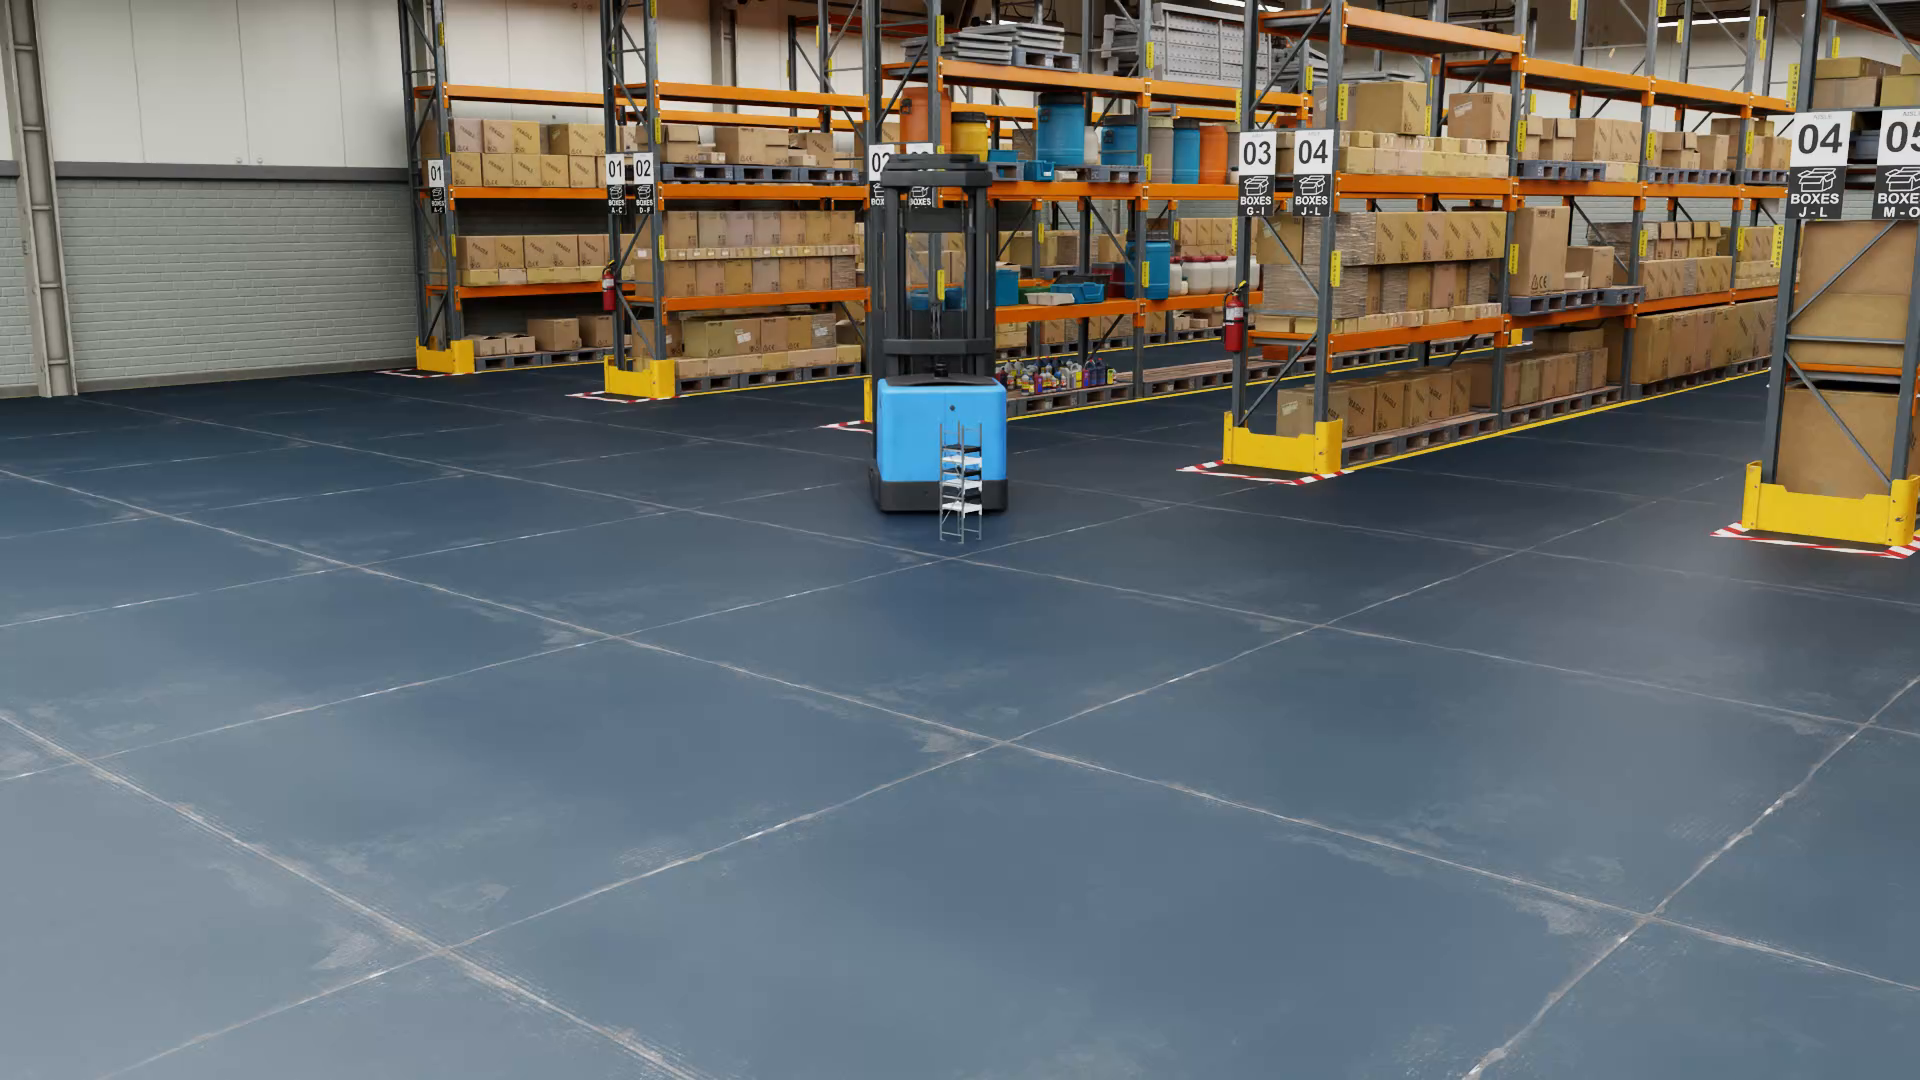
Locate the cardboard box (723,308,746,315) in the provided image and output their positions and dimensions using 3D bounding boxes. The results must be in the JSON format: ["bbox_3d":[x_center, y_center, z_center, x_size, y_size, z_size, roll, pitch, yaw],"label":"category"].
[{"bbox_3d":[-4.283,-3.941,30.044,0.700,0.500,0.500,10,15,41],"label":"cardboard box"}]

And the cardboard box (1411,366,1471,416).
[{"bbox_3d":[5.441,-1.694,18.842,0.500,0.500,0.500,9,15,39],"label":"cardboard box"}]

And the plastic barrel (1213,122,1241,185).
[{"bbox_3d":[3.950,-5.620,24.252,0.600,0.901,0.600,0,11,0],"label":"plastic barrel"}]

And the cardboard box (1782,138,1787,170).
[{"bbox_3d":[12.587,-6.075,26.225,0.700,0.500,0.500,9,14,37],"label":"cardboard box"}]

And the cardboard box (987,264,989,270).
[{"bbox_3d":[0.201,-4.487,27.744,0.500,0.311,0.500,10,15,40],"label":"cardboard box"}]

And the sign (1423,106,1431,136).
[{"bbox_3d":[5.316,-4.756,18.881,0.100,0.325,0.005,10,15,40],"label":"sign"}]

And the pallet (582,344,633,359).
[{"bbox_3d":[-5.844,-3.218,28.282,1.003,0.211,1.213,10,15,40],"label":"pallet"}]

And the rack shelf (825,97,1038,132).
[{"bbox_3d":[-0.383,-6.736,26.318,1.077,0.370,4.000,10,15,40],"label":"rack shelf"}]

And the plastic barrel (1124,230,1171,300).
[{"bbox_3d":[2.497,-3.671,22.152,0.600,0.901,0.708,10,15,40],"label":"plastic barrel"}]

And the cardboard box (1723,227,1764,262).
[{"bbox_3d":[11.855,-4.493,25.257,0.500,0.500,0.500,10,15,40],"label":"cardboard box"}]

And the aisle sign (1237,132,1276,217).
[{"bbox_3d":[2.829,-3.483,15.854,0.394,0.787,0.004,10,15,40],"label":"aisle sign"}]

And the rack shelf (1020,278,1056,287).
[{"bbox_3d":[2.257,-4.578,29.812,1.077,0.370,4.000,10,15,40],"label":"rack shelf"}]

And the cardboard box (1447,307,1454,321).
[{"bbox_3d":[5.087,-2.439,17.905,0.380,0.149,0.250,10,15,40],"label":"cardboard box"}]

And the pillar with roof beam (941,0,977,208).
[{"bbox_3d":[2.900,-8.466,32.120,9.100,9.000,0.548,10,15,40],"label":"pillar with roof beam"}]

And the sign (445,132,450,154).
[{"bbox_3d":[-7.660,-5.929,24.849,0.100,0.325,0.005,10,15,40],"label":"sign"}]

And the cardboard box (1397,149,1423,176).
[{"bbox_3d":[4.273,-3.763,16.615,0.500,0.250,0.500,10,15,40],"label":"cardboard box"}]

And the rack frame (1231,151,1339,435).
[{"bbox_3d":[3.095,-2.179,15.960,1.000,3.000,0.127,10,15,40],"label":"rack frame"}]

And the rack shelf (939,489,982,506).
[{"bbox_3d":[0.005,-0.322,12.653,0.258,0.077,0.200,10,15,40],"label":"rack shelf"}]

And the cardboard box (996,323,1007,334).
[{"bbox_3d":[0.438,-3.583,27.510,0.500,0.311,0.500,9,15,39],"label":"cardboard box"}]

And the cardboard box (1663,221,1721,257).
[{"bbox_3d":[10.601,-4.390,24.216,0.797,0.503,0.637,9,15,39],"label":"cardboard box"}]

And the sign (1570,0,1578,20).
[{"bbox_3d":[7.957,-6.904,21.515,0.100,0.325,0.005,10,15,40],"label":"sign"}]

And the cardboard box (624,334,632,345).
[{"bbox_3d":[-5.758,-3.432,28.347,0.380,0.166,0.250,7,14,33],"label":"cardboard box"}]

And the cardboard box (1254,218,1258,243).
[{"bbox_3d":[5.798,-6.178,33.175,0.500,0.500,0.500,10,15,42],"label":"cardboard box"}]

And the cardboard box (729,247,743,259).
[{"bbox_3d":[-3.243,-4.009,23.214,0.380,0.149,0.250,9,14,38],"label":"cardboard box"}]

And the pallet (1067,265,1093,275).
[{"bbox_3d":[2.217,-4.830,29.723,1.003,0.211,1.213,10,15,40],"label":"pallet"}]

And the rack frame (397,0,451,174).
[{"bbox_3d":[-8.067,-7.042,24.992,1.000,3.000,0.127,10,15,40],"label":"rack frame"}]

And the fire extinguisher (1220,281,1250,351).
[{"bbox_3d":[2.673,-2.183,16.182,0.296,0.674,0.183,10,15,40],"label":"fire extinguisher"}]

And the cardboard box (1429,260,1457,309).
[{"bbox_3d":[4.781,-2.748,17.798,0.875,0.500,0.500,10,15,40],"label":"cardboard box"}]

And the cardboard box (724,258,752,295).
[{"bbox_3d":[-3.351,-3.726,23.454,0.700,0.500,0.500,10,15,41],"label":"cardboard box"}]

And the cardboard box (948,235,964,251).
[{"bbox_3d":[-0.262,-5.970,33.875,0.500,0.500,0.500,9,15,39],"label":"cardboard box"}]

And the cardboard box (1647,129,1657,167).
[{"bbox_3d":[8.724,-5.182,22.004,0.797,0.503,0.637,11,16,44],"label":"cardboard box"}]

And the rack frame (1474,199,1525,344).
[{"bbox_3d":[9.936,-5.173,30.953,1.000,3.000,0.127,10,15,40],"label":"rack frame"}]

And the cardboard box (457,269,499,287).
[{"bbox_3d":[-7.507,-4.067,25.746,0.500,0.250,0.500,9,15,39],"label":"cardboard box"}]

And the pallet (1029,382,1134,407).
[{"bbox_3d":[1.540,-1.947,21.919,1.003,0.211,1.213,10,15,40],"label":"pallet"}]

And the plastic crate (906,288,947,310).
[{"bbox_3d":[-0.520,-2.858,19.744,0.499,0.251,0.616,10,15,40],"label":"plastic crate"}]

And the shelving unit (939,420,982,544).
[{"bbox_3d":[0.005,-0.442,12.629,0.258,0.900,0.210,10,15,40],"label":"shelving unit"}]

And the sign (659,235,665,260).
[{"bbox_3d":[-3.931,-3.851,21.920,0.100,0.325,0.005,10,15,40],"label":"sign"}]

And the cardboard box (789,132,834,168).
[{"bbox_3d":[-2.234,-5.803,24.764,0.500,0.500,0.500,-11,15,-43],"label":"cardboard box"}]

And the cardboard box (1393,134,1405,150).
[{"bbox_3d":[4.165,-3.927,16.420,0.380,0.149,0.250,10,15,40],"label":"cardboard box"}]

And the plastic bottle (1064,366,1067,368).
[{"bbox_3d":[1.372,-2.093,21.343,0.061,0.283,0.133,10,15,40],"label":"plastic bottle"}]

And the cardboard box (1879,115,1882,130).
[{"bbox_3d":[7.222,-3.330,13.380,0.380,0.149,0.250,10,15,41],"label":"cardboard box"}]

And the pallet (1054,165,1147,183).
[{"bbox_3d":[1.612,-4.667,21.243,1.213,0.211,1.003,10,15,40],"label":"pallet"}]

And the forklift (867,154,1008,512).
[{"bbox_3d":[-0.254,-1.906,14.770,1.130,2.935,3.031,-1,11,-5],"label":"forklift"}]

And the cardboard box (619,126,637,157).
[{"bbox_3d":[-5.554,-6.600,27.578,0.500,0.500,0.500,8,14,36],"label":"cardboard box"}]

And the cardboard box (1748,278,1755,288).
[{"bbox_3d":[11.808,-3.899,25.215,0.380,0.149,0.250,10,15,42],"label":"cardboard box"}]

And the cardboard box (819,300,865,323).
[{"bbox_3d":[-2.203,-4.520,32.099,0.750,0.750,0.750,10,15,40],"label":"cardboard box"}]

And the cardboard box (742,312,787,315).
[{"bbox_3d":[-2.905,-3.099,24.601,0.500,0.500,0.500,10,15,40],"label":"cardboard box"}]

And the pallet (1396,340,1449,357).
[{"bbox_3d":[7.752,-3.330,28.846,1.003,0.211,1.213,10,15,40],"label":"pallet"}]

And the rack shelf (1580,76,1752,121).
[{"bbox_3d":[9.696,-6.043,22.849,1.077,0.370,4.000,10,15,40],"label":"rack shelf"}]

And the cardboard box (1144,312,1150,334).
[{"bbox_3d":[3.134,-4.034,30.509,0.500,0.500,0.500,10,15,41],"label":"cardboard box"}]

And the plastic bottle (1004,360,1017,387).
[{"bbox_3d":[0.642,-2.141,21.414,0.144,0.351,0.185,11,15,43],"label":"plastic bottle"}]

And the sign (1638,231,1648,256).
[{"bbox_3d":[8.790,-3.816,21.403,0.100,0.325,0.005,10,15,40],"label":"sign"}]

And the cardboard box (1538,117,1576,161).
[{"bbox_3d":[6.741,-4.690,19.539,0.797,0.503,0.637,11,15,43],"label":"cardboard box"}]

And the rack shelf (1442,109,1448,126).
[{"bbox_3d":[8.616,-7.272,29.001,1.077,0.370,4.000,10,15,40],"label":"rack shelf"}]

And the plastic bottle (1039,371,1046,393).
[{"bbox_3d":[1.032,-1.974,20.777,0.097,0.271,0.097,0,11,0],"label":"plastic bottle"}]
